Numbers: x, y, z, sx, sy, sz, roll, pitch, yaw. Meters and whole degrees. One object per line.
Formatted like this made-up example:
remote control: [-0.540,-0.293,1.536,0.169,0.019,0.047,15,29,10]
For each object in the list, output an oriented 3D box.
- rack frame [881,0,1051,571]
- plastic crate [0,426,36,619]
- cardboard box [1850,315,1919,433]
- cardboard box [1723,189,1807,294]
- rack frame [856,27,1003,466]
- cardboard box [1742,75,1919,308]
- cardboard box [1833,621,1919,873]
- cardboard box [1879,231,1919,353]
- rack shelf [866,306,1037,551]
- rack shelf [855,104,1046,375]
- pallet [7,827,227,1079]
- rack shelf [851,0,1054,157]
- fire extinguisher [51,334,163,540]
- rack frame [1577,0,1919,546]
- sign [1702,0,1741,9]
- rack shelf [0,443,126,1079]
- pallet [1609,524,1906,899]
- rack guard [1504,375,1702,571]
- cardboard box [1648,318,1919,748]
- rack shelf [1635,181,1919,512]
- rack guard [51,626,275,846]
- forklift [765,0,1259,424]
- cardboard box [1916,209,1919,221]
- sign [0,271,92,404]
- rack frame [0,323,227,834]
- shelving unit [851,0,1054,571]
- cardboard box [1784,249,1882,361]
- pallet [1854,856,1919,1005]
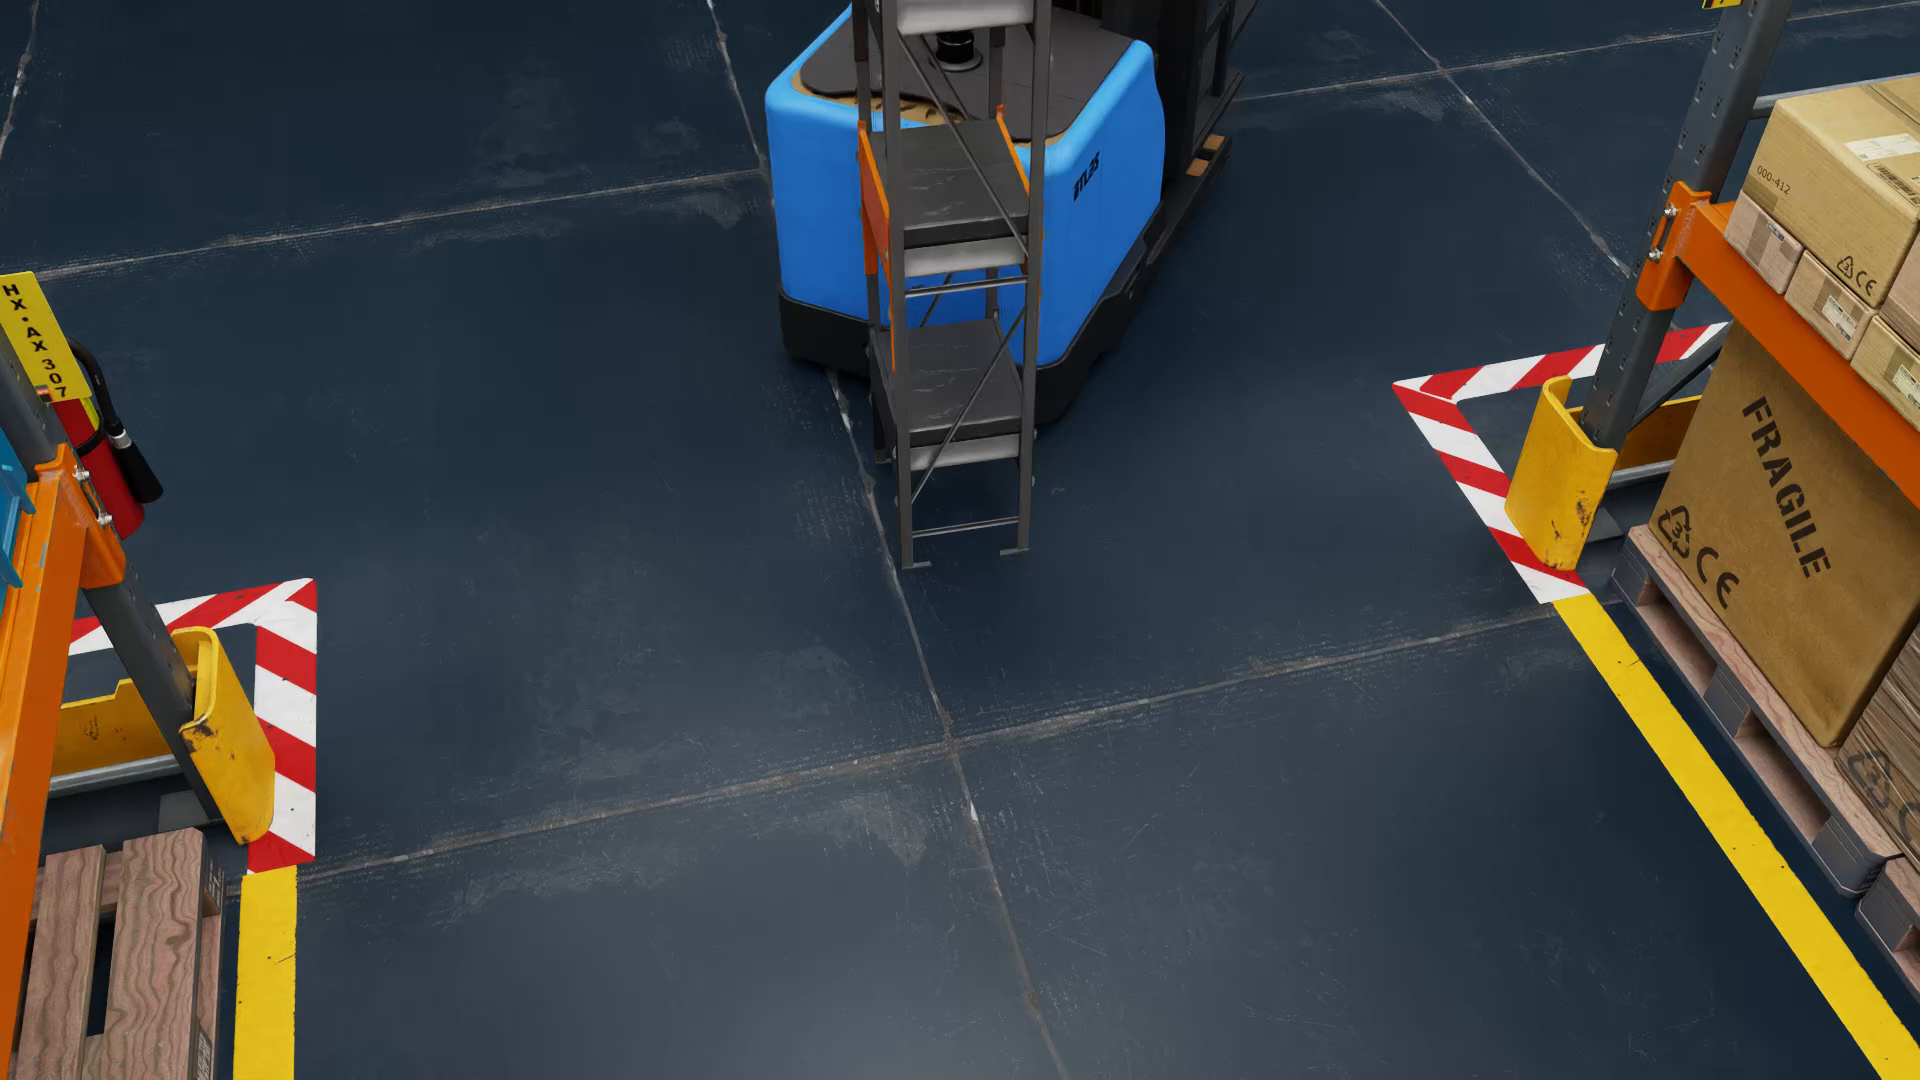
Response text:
rack frame: [0.017,-0.673,4.439,0.400,2.100,0.015,-8,46,-8]
plastic crate: [-2.171,-0.082,3.164,0.616,0.435,0.499,-11,47,-10]
cardboard box: [2.256,-0.405,3.722,0.380,0.149,0.250,-12,47,-11]
cardboard box: [2.123,-0.758,4.069,0.380,0.149,0.250,-10,46,-10]
rack frame: [-0.082,-1.014,4.774,0.400,2.100,0.015,-8,46,-8]
cardboard box: [2.213,-0.823,3.853,0.500,0.250,0.500,-12,47,-11]
cardboard box: [2.825,0.501,3.853,0.875,0.875,0.875,-11,47,-10]
cardboard box: [2.352,-0.465,3.502,0.500,0.250,0.500,-11,47,-11]
rack shelf: [-0.033,-0.344,5.116,0.431,0.518,0.480,-8,46,-8]
rack shelf: [-0.033,-0.834,4.616,0.431,0.518,0.480,-8,46,-8]
pallet: [-2.263,1.306,3.822,1.003,0.211,1.213,-11,47,-10]
rack shelf: [-0.033,-1.324,4.116,0.431,0.518,0.480,-8,46,-8]
fire extinguisher: [-2.036,-0.276,3.735,0.296,0.674,0.183,-11,47,-10]
rack frame: [2.351,-1.152,4.278,1.000,3.000,0.127,-11,47,-10]
sign: [1.813,-1.385,3.846,0.100,0.325,0.005,-11,47,-10]
rack shelf: [-1.925,1.387,2.295,1.077,0.370,4.000,-11,47,-10]
pallet: [2.631,0.362,4.747,1.003,0.211,1.213,-11,47,-10]
rack guard: [2.345,-0.293,5.187,1.175,0.500,0.348,-11,47,-10]
cardboard box: [2.592,-0.128,4.469,0.875,0.875,0.875,-11,47,-10]
rack shelf: [2.863,0.481,3.182,1.077,0.370,4.000,-11,47,-10]
rack guard: [-2.456,0.615,4.298,1.175,0.500,0.348,-11,47,-10]
forklift: [0.440,-2.475,5.623,1.130,2.935,3.031,18,48,17]
cardboard box: [2.341,-0.740,3.246,0.500,0.500,0.500,-12,47,-11]
sign: [-1.909,-0.415,3.442,0.100,0.325,0.005,-11,47,-10]
rack frame: [-2.437,-0.246,3.391,1.000,3.000,0.127,-11,47,-10]
shelving unit: [-0.033,-0.843,4.606,0.431,2.100,0.503,-8,46,-8]
cardboard box: [2.190,-0.581,3.896,0.380,0.149,0.250,-11,47,-11]
pallet: [2.940,1.203,3.924,1.003,0.211,1.213,-11,47,-10]
